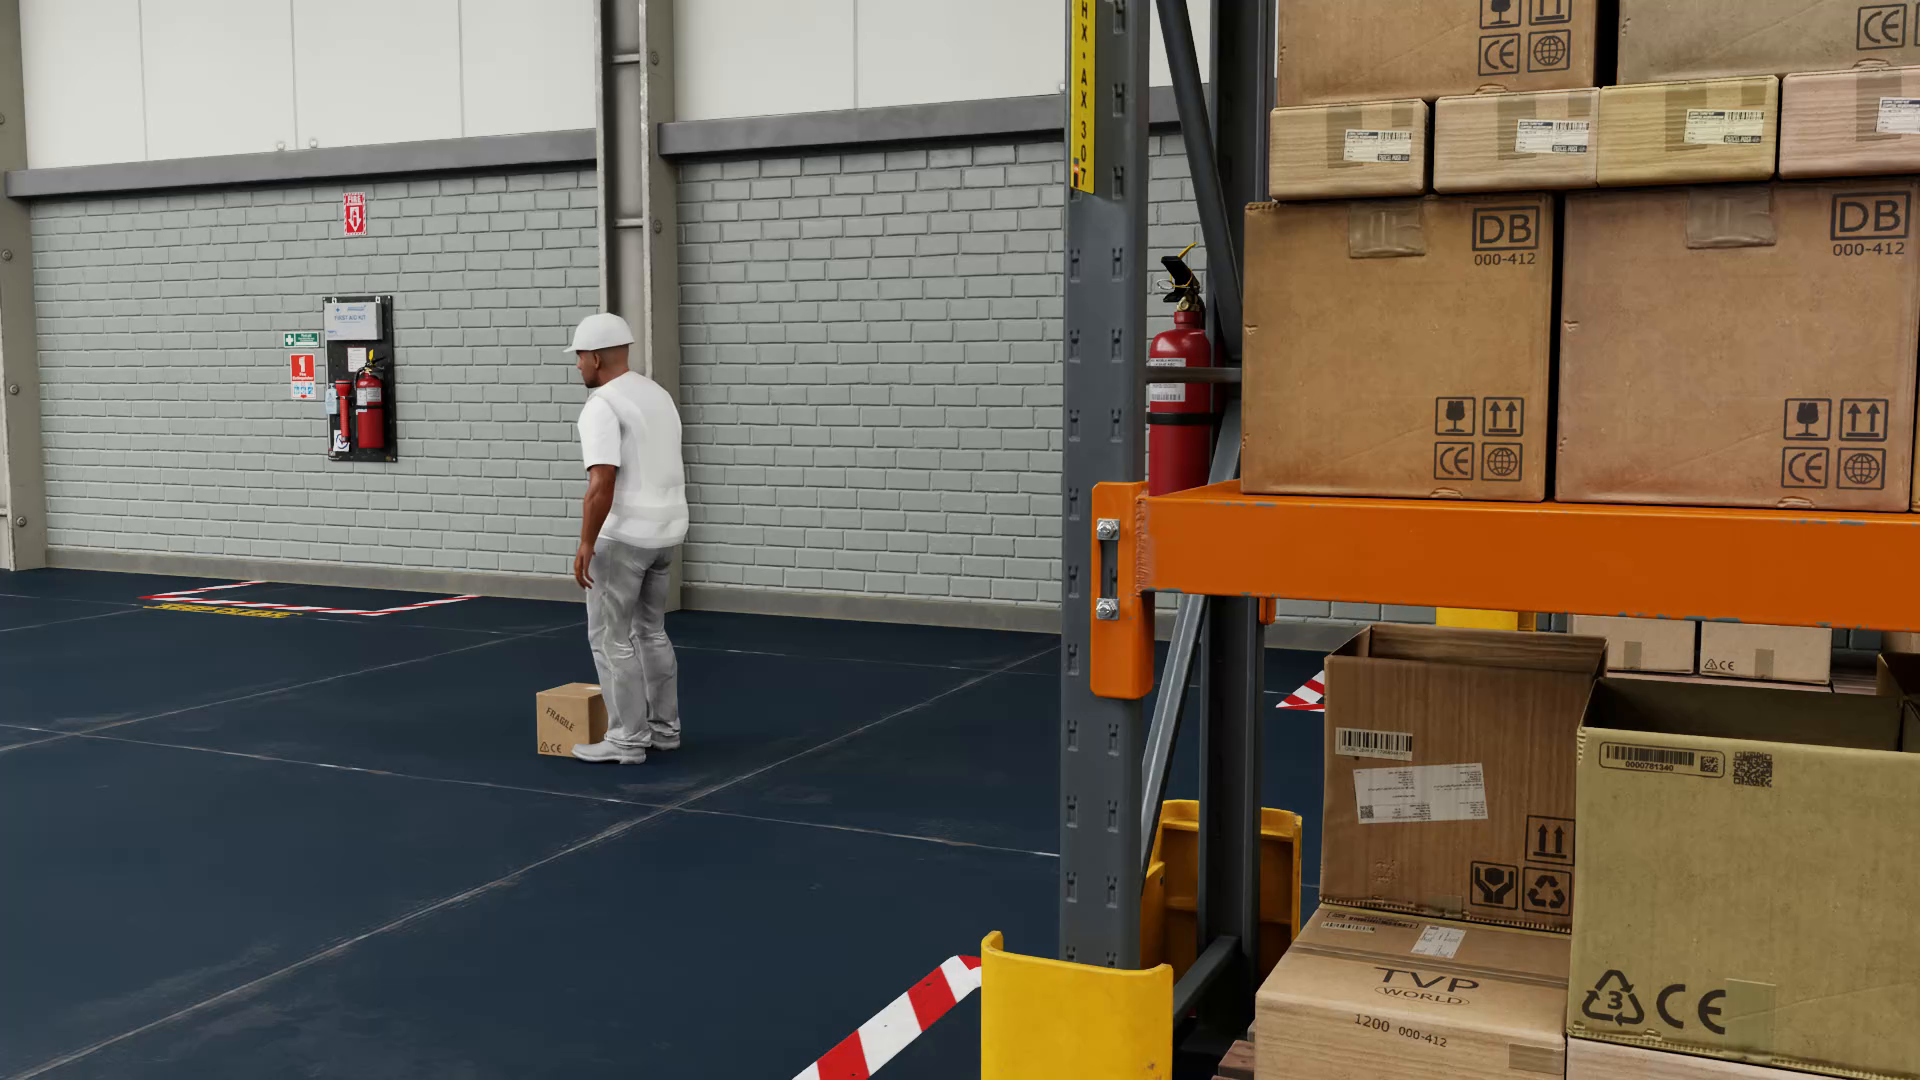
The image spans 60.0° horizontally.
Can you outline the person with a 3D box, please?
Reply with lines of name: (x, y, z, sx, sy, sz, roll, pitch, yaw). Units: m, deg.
person: (-1.325, -0.011, 6.573, 0.461, 1.759, 0.631, 2, 6, 20)
